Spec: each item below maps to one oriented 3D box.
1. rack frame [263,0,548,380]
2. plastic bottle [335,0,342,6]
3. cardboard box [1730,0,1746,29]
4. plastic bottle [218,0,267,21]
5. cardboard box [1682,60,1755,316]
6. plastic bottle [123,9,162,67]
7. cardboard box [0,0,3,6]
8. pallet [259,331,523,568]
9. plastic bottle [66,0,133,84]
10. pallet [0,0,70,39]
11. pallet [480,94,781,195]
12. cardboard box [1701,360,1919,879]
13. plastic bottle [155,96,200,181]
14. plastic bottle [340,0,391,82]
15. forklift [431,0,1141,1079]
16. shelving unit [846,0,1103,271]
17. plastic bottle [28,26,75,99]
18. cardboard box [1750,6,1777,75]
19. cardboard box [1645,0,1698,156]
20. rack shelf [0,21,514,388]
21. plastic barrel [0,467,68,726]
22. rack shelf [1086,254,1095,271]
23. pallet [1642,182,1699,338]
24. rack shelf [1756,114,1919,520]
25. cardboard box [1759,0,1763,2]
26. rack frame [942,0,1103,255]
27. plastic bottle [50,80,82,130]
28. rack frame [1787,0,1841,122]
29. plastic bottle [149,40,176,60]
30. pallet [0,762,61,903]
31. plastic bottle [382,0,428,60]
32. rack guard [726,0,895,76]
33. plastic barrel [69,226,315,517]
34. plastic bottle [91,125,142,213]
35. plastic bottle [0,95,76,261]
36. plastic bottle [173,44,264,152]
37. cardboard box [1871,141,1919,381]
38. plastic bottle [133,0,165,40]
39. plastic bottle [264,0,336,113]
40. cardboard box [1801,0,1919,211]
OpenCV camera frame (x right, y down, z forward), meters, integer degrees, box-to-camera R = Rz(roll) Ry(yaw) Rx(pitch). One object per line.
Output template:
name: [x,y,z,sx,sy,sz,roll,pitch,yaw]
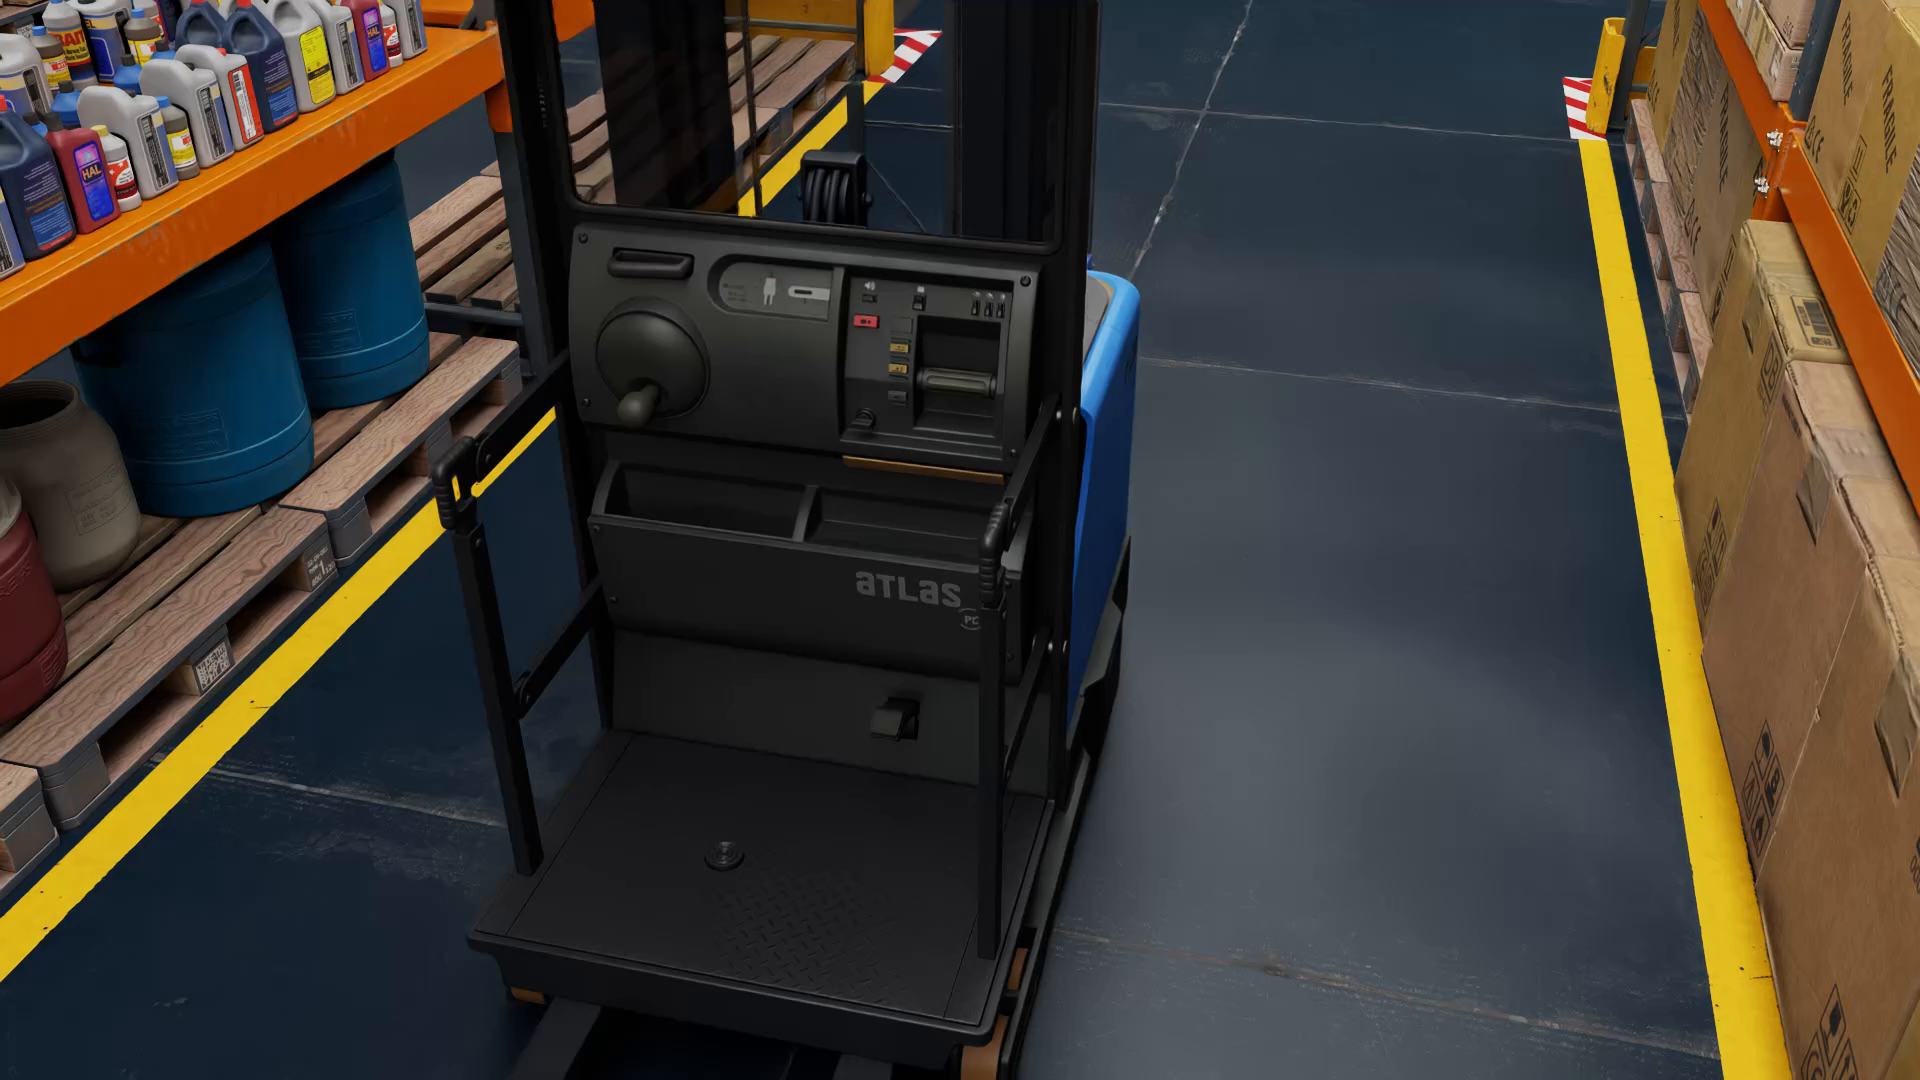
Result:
rack frame: [-1.979,-1.950,5.522,1.000,3.000,0.127,8,33,12]
plastic bottle: [-1.892,-1.625,5.196,0.097,0.201,0.097,0,32,0]
cardboard box: [2.768,-1.773,5.477,0.380,0.149,0.250,9,33,13]
plastic bottle: [-2.035,-1.428,4.746,0.144,0.351,0.185,8,33,12]
cardboard box: [3.285,-1.355,6.175,0.875,0.875,0.875,8,33,12]
plastic bottle: [-2.432,-1.481,4.969,0.097,0.201,0.097,0,32,0]
cardboard box: [-5.844,-3.179,9.685,0.380,0.166,0.250,8,33,12]
pallet: [-2.215,-0.379,5.649,1.003,0.211,1.213,8,33,12]
plastic bottle: [-2.558,-1.520,4.960,0.152,0.276,0.135,8,33,12]
pallet: [-5.975,-3.072,9.886,1.003,0.211,1.213,8,33,12]
pallet: [-1.522,-1.795,7.878,1.003,0.211,1.213,8,33,12]
cardboard box: [2.443,0.242,3.662,1.225,0.875,0.875,7,33,11]
plastic bottle: [-2.024,-1.033,4.264,0.097,0.201,0.097,0,32,0]
plastic bottle: [-1.781,-1.526,4.964,0.061,0.283,0.133,8,33,12]
forklift: [-0.361,-0.321,3.023,1.130,2.935,3.031,7,33,11]
shelving unit: [0.071,-0.794,5.102,0.538,1.500,1.048,7,33,11]
plastic bottle: [-2.638,-1.381,4.812,0.097,0.201,0.097,0,32,0]
cardboard box: [2.638,-1.507,5.058,0.380,0.149,0.250,9,33,13]
cardboard box: [3.742,-2.289,7.644,0.875,0.875,0.875,8,33,12]
rack shelf: [-2.487,-0.609,4.082,1.077,0.370,4.000,8,33,12]
plastic barrel: [-2.600,0.124,4.116,0.600,0.588,0.708,8,33,12]
rack shelf: [0.071,-0.643,5.198,0.538,0.185,1.000,7,33,11]
pallet: [3.388,-1.118,6.812,1.003,0.211,1.213,8,33,12]
rack shelf: [2.304,0.065,3.022,1.077,0.370,4.000,8,33,12]
cardboard box: [2.799,-1.872,5.261,0.500,0.250,0.500,9,34,14]
rack frame: [0.191,-1.059,5.518,0.500,1.500,0.032,7,33,11]
plastic bottle: [-2.205,-1.013,4.168,0.097,0.271,0.097,0,32,0]
rack frame: [2.812,-1.276,4.461,1.000,3.000,0.127,8,33,12]
plastic bottle: [-2.112,-1.204,4.467,0.097,0.271,0.097,0,32,0]
pallet: [-2.834,0.887,3.657,1.003,0.211,1.213,8,33,12]
plastic bottle: [-1.766,-1.649,5.164,0.152,0.276,0.135,8,33,12]
rack guard: [-0.970,-2.985,9.480,1.175,0.500,0.348,8,33,12]
plastic barrel: [-2.313,-0.595,4.954,0.600,0.901,0.708,8,33,12]
plastic bottle: [-2.083,-0.913,4.075,0.097,0.201,0.097,0,32,0]
plastic bottle: [-2.175,-0.836,3.816,0.144,0.351,0.185,8,33,12]
plastic bottle: [-1.987,-1.198,4.454,0.152,0.276,0.135,8,33,12]
cardboard box: [2.199,-0.593,3.293,0.500,0.500,0.500,7,33,11]
plastic bottle: [-2.530,-1.603,5.160,0.097,0.201,0.097,0,32,0]
plastic bottle: [-1.896,-1.408,4.715,0.144,0.351,0.185,8,33,12]
cardboard box: [2.453,-1.113,4.112,0.500,0.500,0.500,8,33,13]
